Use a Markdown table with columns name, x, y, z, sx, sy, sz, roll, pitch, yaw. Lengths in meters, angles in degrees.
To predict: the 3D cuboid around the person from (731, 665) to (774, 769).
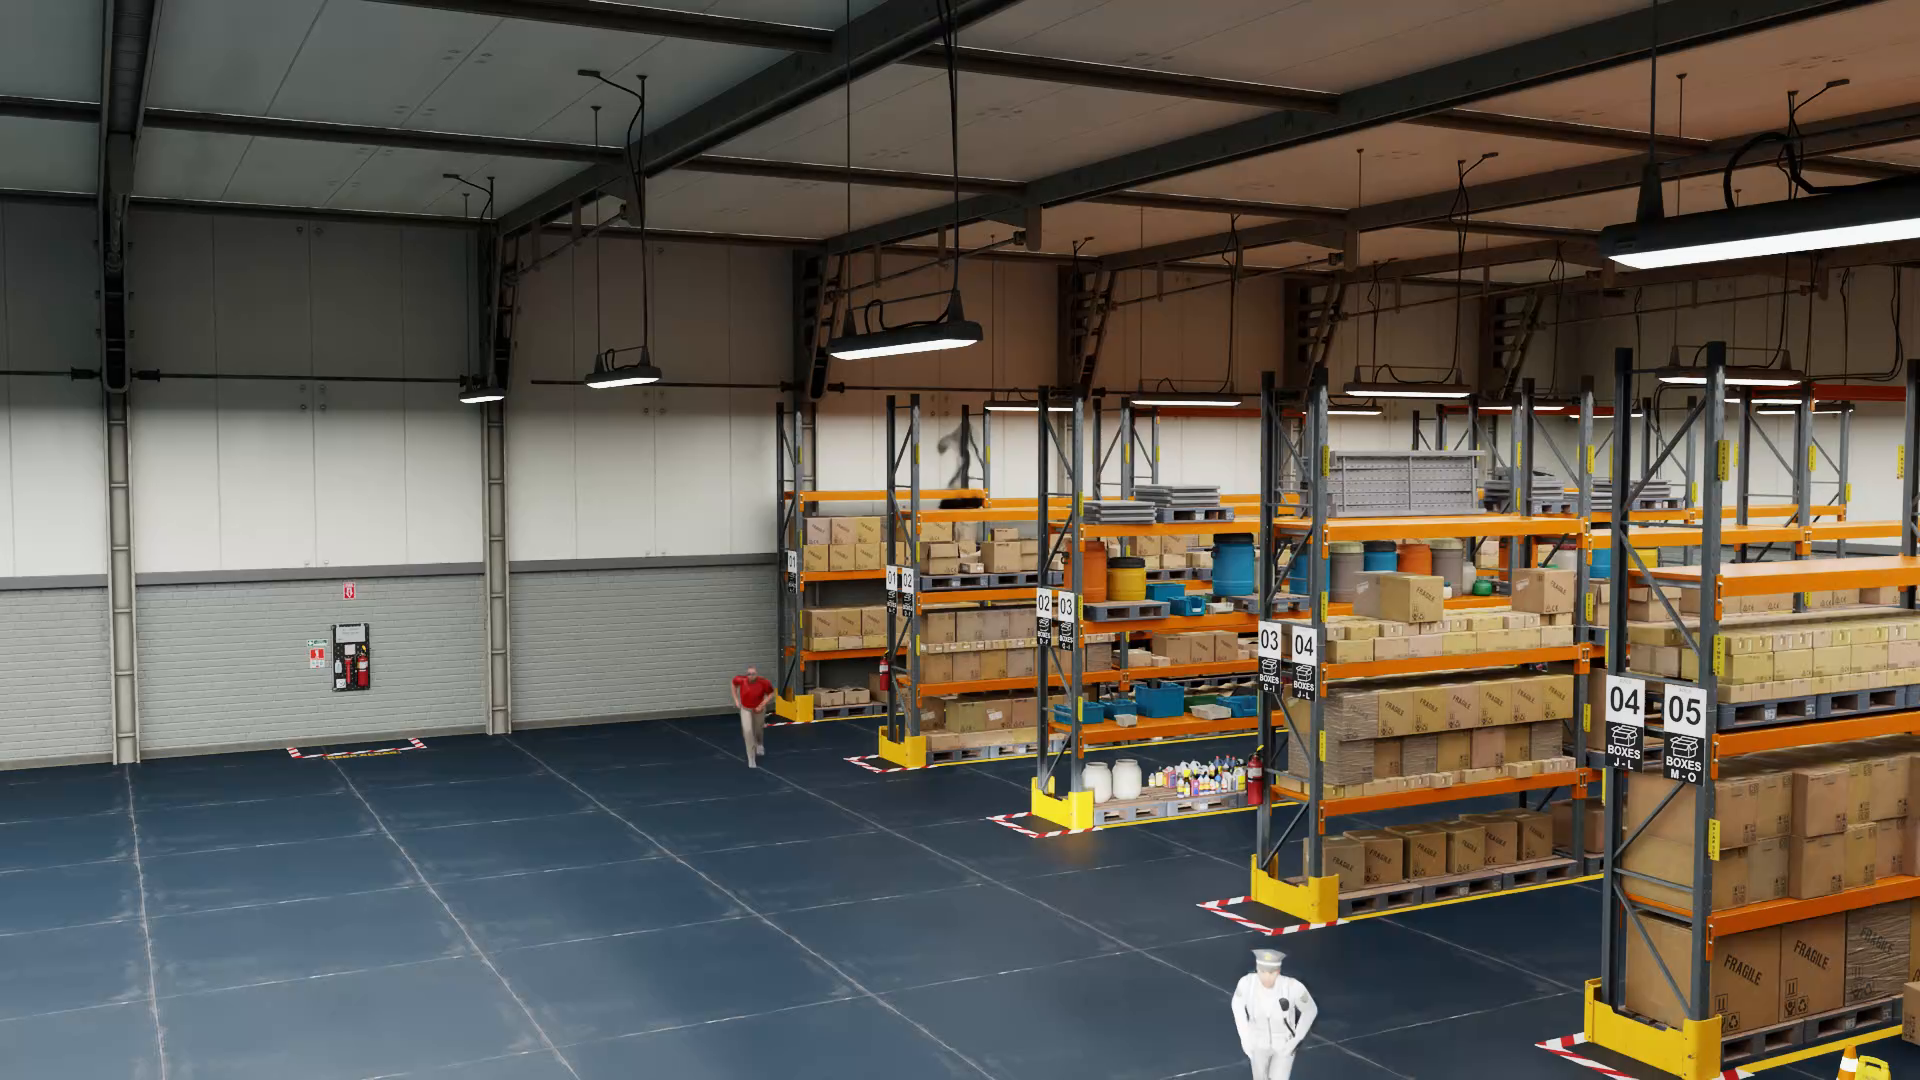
| name | x | y | z | sx | sy | sz | roll | pitch | yaw |
| --- | --- | --- | --- | --- | --- | --- | --- | --- | --- |
| person | -3.360 | 2.838 | 27.106 | 0.704 | 1.696 | 1.007 | 0 | 3 | 0 |

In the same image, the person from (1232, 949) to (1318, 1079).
| name | x | y | z | sx | sy | sz | roll | pitch | yaw |
| --- | --- | --- | --- | --- | --- | --- | --- | --- | --- |
| person | 2.299 | 3.697 | 12.146 | 0.620 | 1.631 | 0.860 | 1 | 3 | 16 |
